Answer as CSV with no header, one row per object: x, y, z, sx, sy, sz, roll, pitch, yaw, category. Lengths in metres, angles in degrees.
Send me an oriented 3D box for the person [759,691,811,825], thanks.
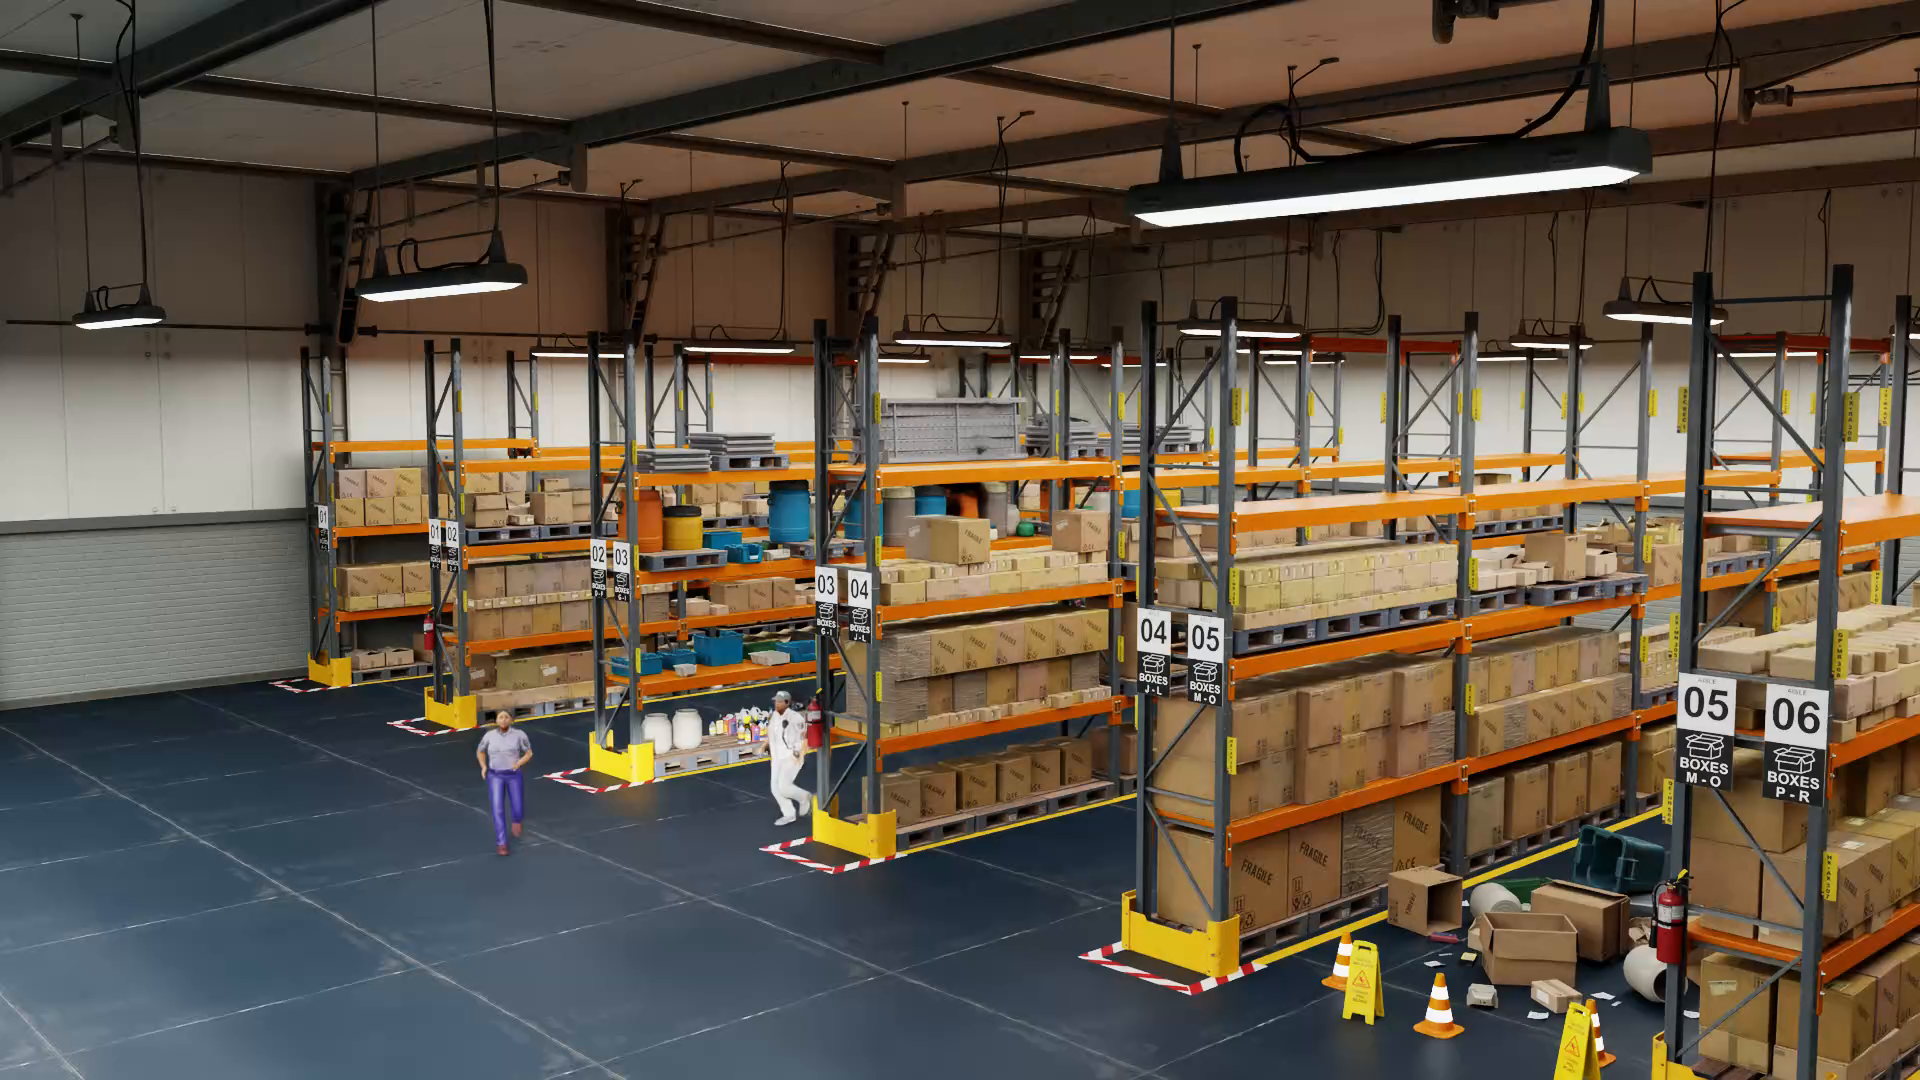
-2.087,2.610,19.976,0.627,1.624,0.576,4,7,41,person

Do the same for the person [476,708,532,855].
-5.166,2.705,18.872,0.618,1.606,0.758,-1,5,-14,person
